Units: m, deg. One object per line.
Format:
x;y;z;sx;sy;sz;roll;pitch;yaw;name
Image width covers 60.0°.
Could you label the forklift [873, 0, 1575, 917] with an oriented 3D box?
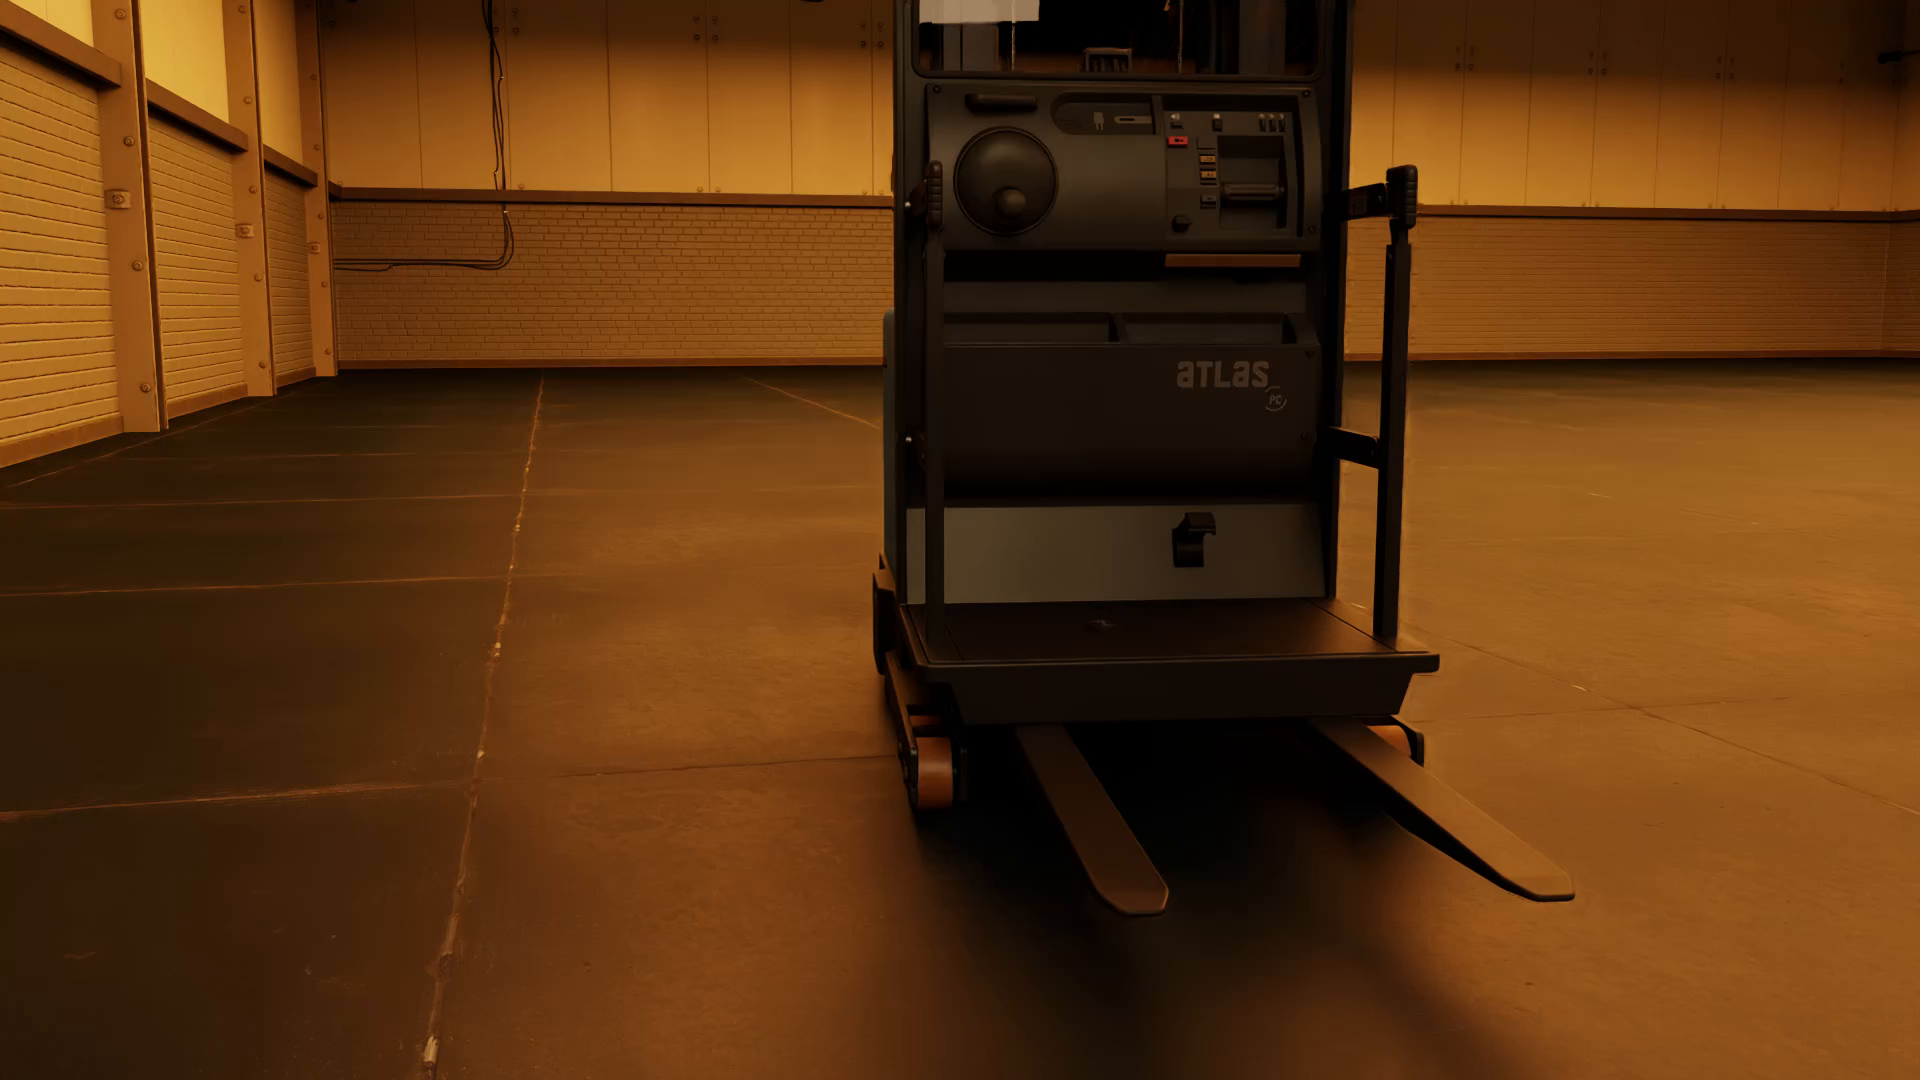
0.410;-0.918;3.697;1.130;2.935;3.031;-1;8;-6;forklift
